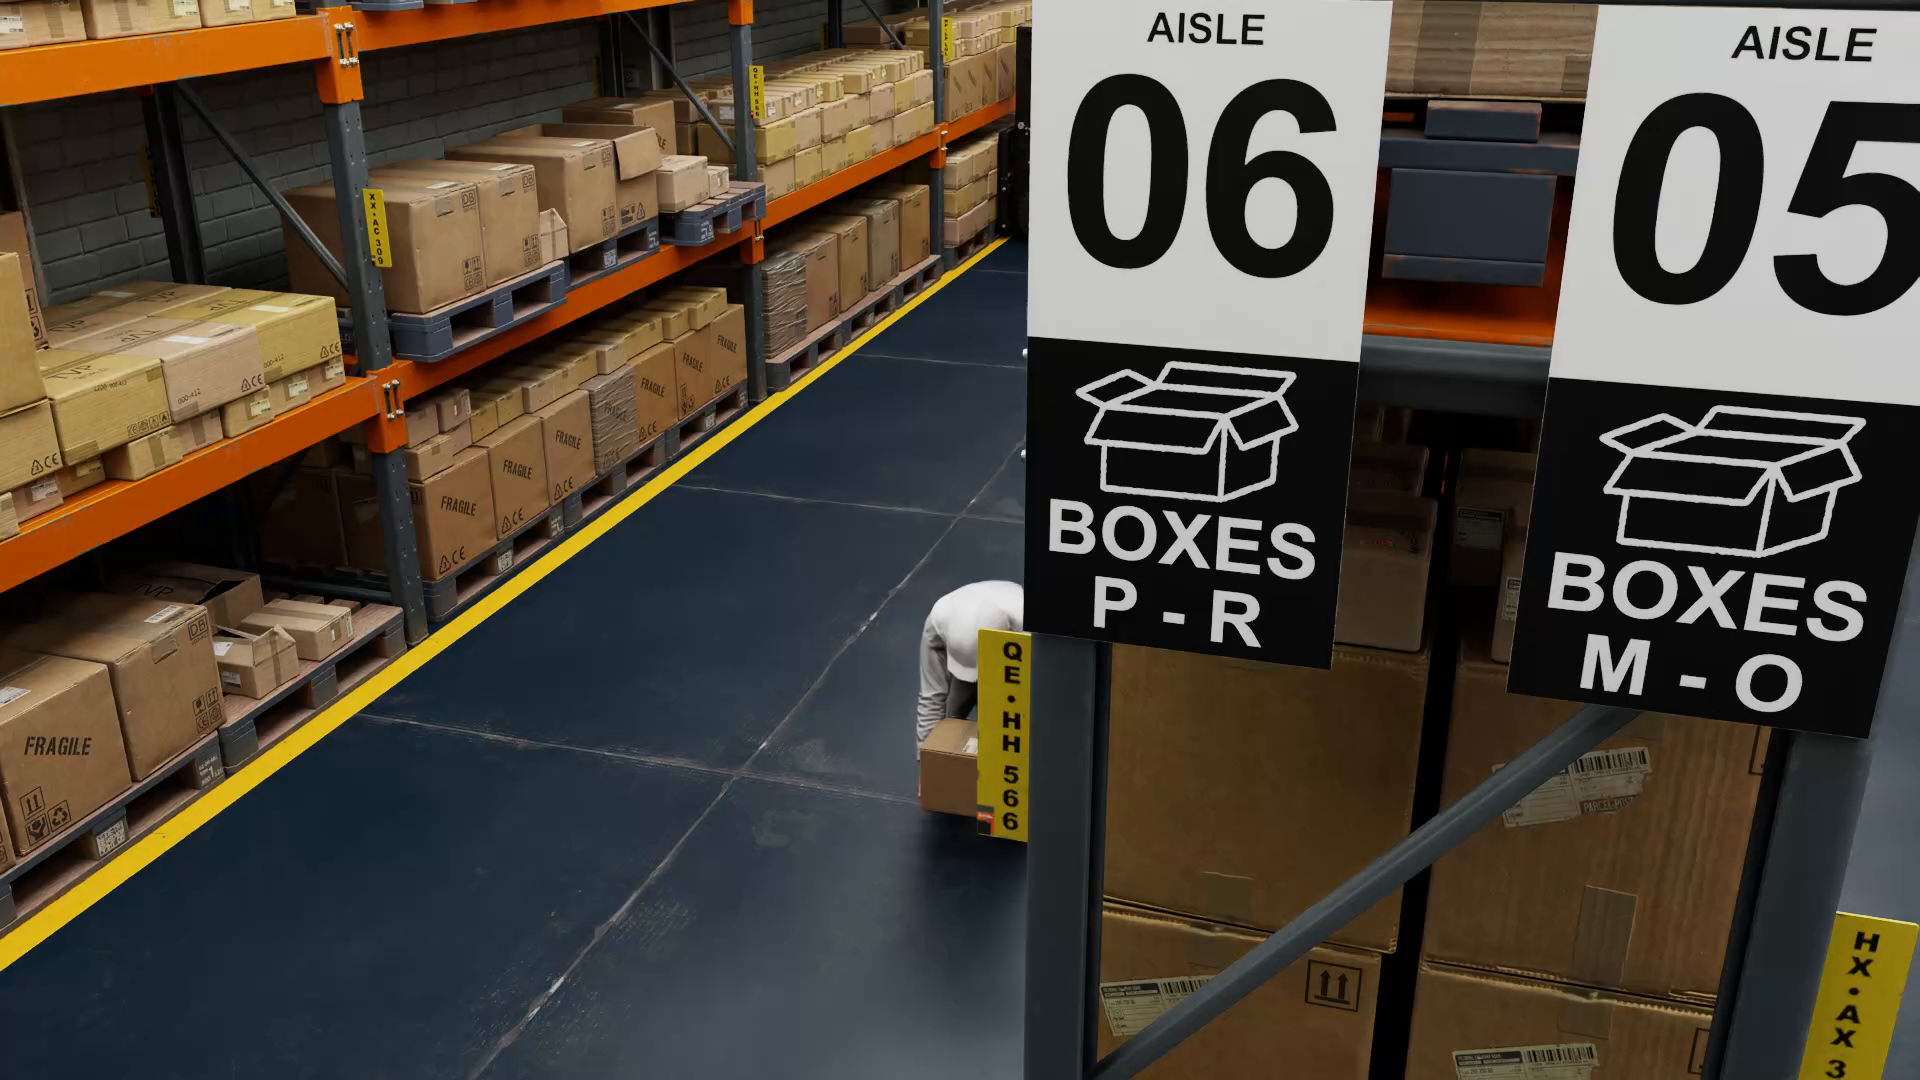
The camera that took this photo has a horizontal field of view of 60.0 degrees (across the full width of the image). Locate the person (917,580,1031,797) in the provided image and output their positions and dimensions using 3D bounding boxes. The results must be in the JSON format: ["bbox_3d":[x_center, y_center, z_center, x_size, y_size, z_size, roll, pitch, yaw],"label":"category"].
[{"bbox_3d":[0.112,0.548,6.237,0.507,1.000,0.924,6,22,14],"label":"person"}]
